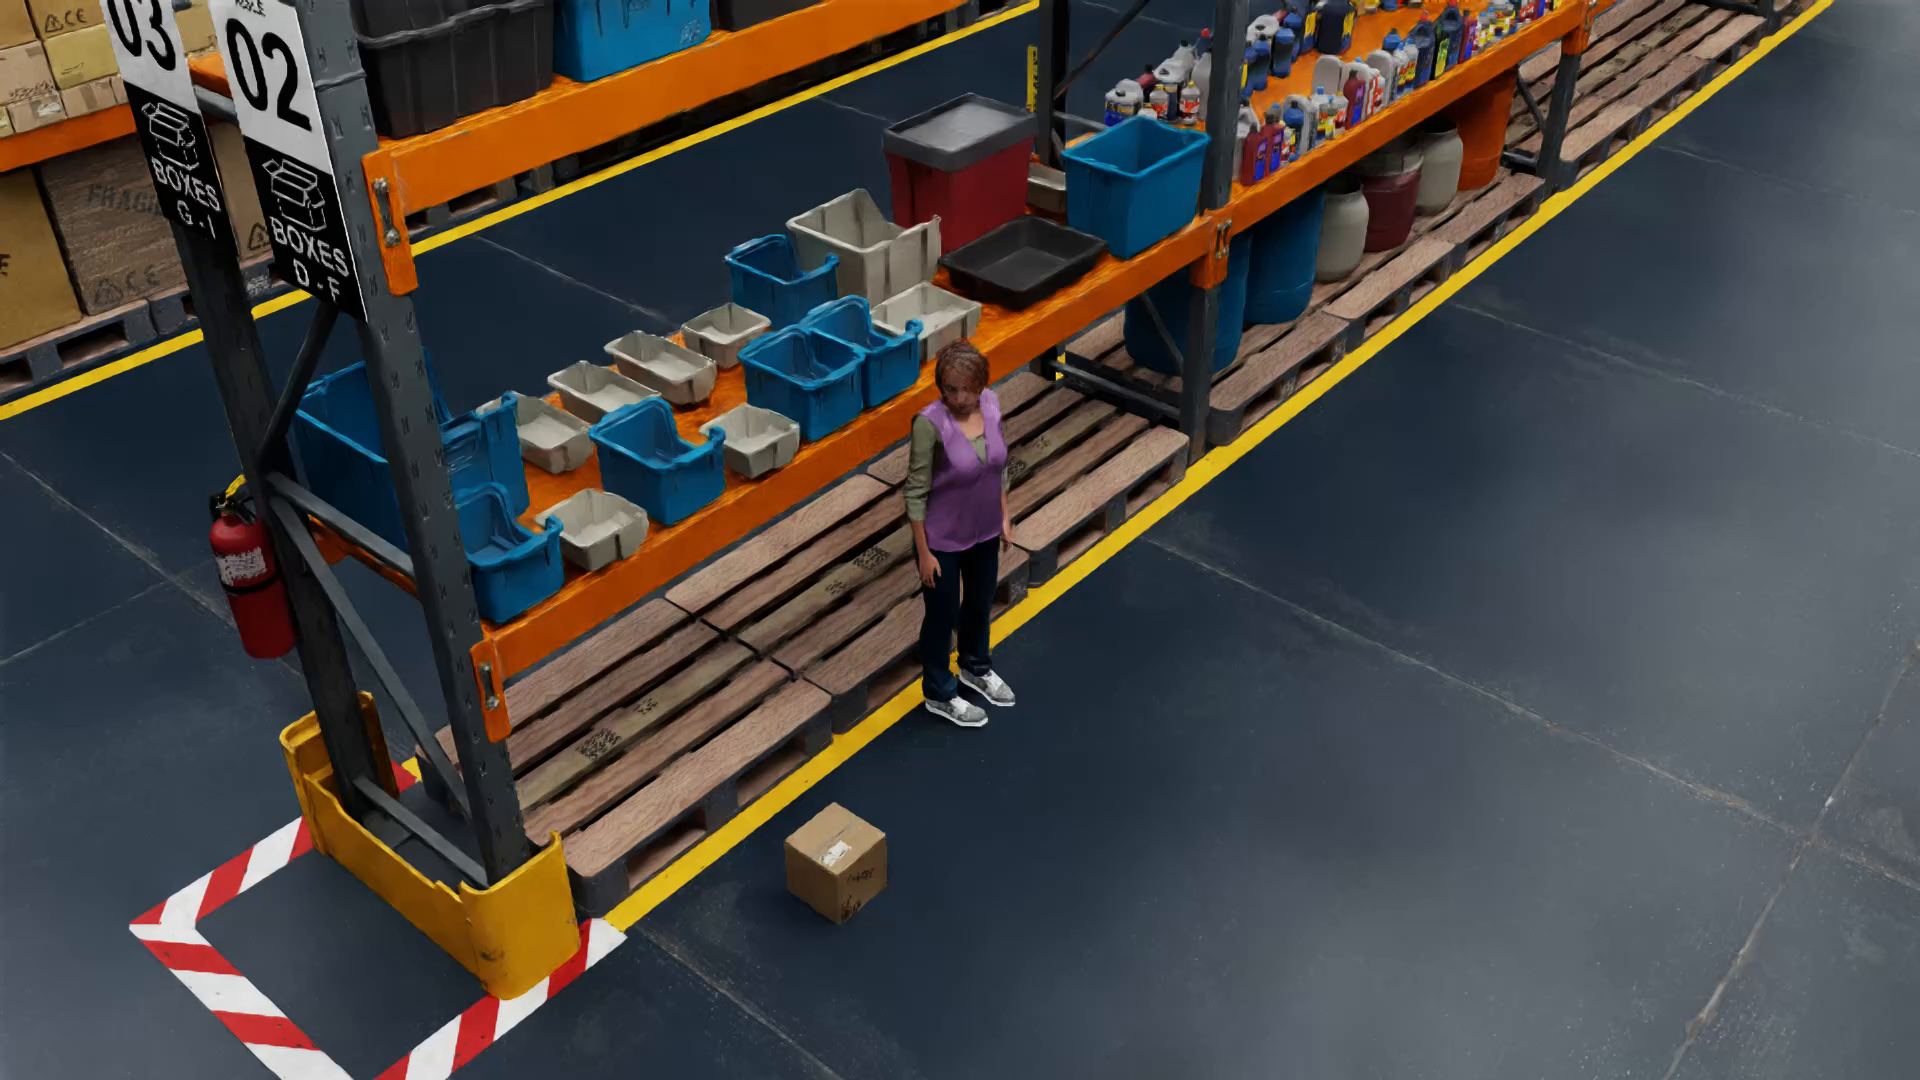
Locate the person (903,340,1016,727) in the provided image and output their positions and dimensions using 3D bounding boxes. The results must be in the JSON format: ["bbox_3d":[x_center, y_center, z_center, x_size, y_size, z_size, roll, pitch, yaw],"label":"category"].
[{"bbox_3d":[0.008,-0.004,6.145,0.460,1.632,0.363,-25,42,-30],"label":"person"}]
